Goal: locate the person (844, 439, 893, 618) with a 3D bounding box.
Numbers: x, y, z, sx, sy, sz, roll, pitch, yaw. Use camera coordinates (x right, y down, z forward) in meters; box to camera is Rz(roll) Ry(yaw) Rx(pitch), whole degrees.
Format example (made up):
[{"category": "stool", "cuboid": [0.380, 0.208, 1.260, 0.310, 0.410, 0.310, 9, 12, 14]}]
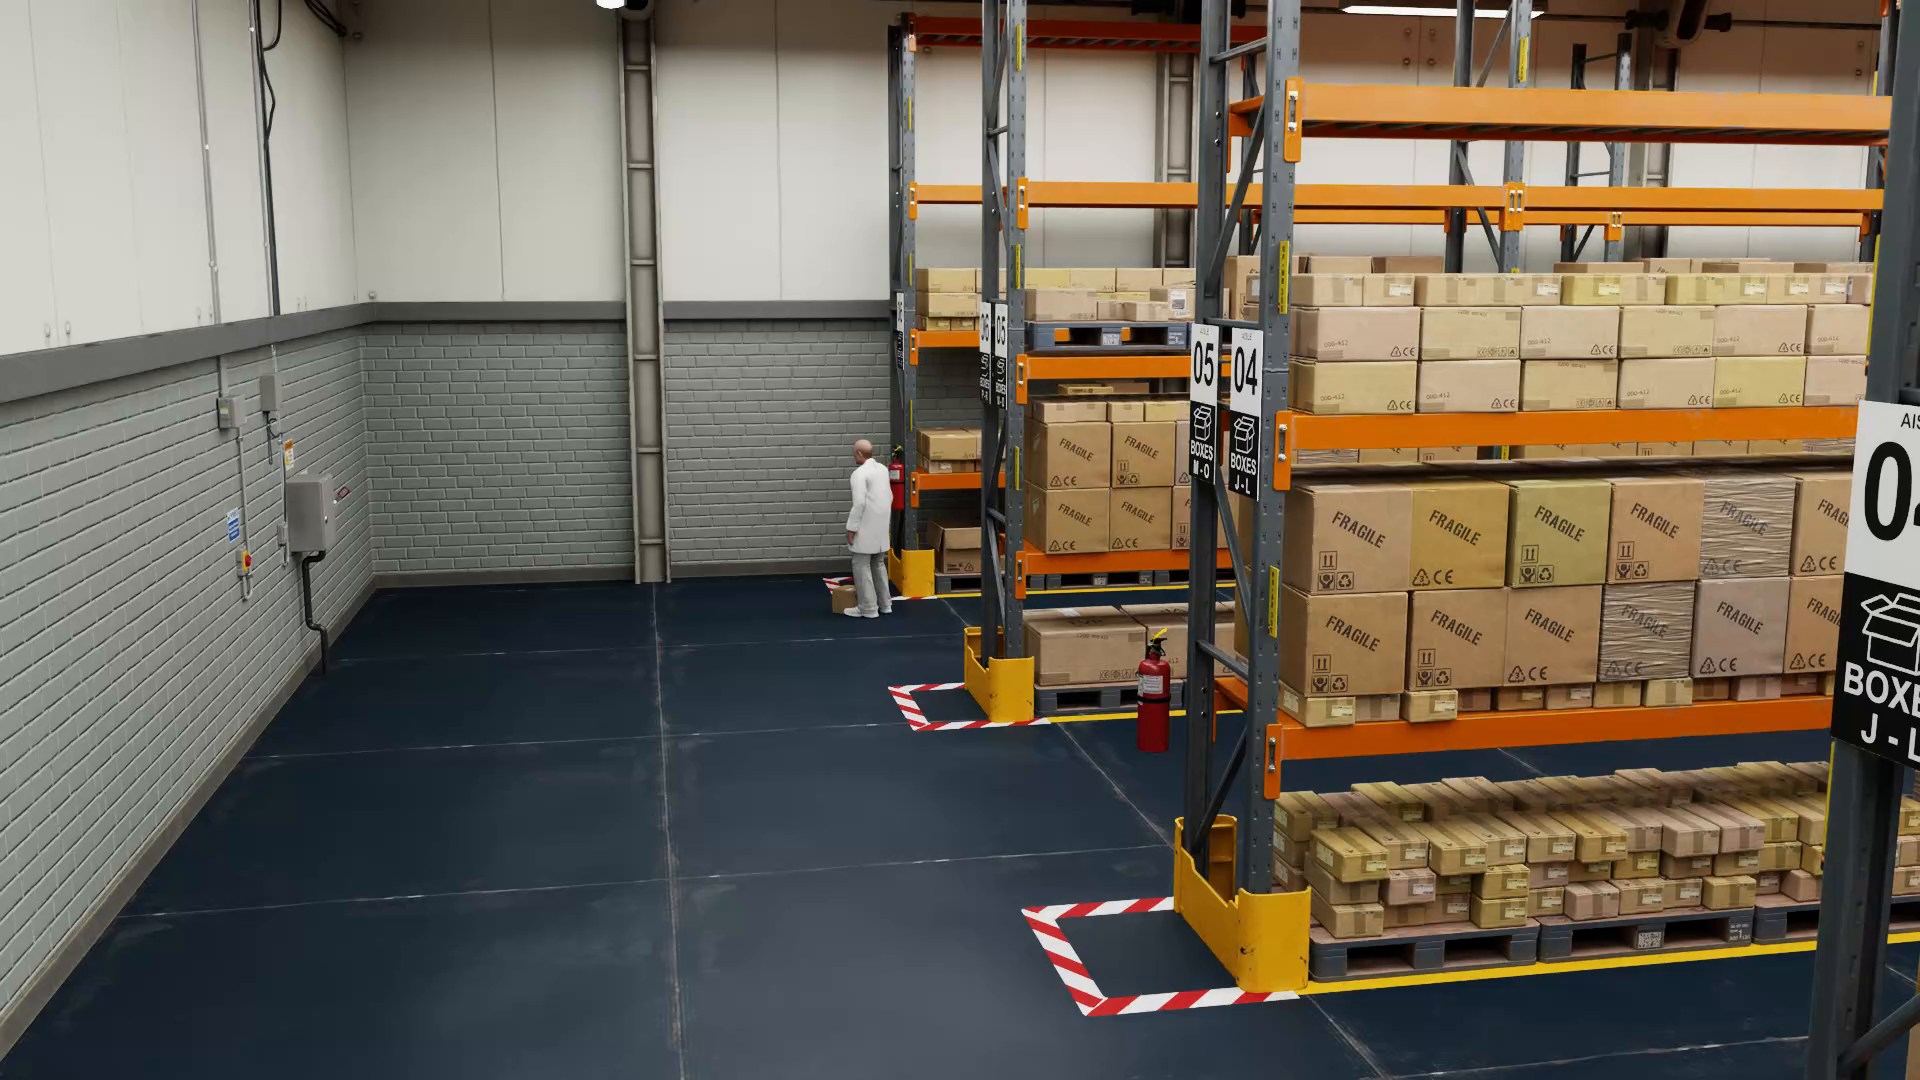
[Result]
[{"category": "person", "cuboid": [-0.914, -0.122, 16.663, 0.421, 1.774, 0.642, 6, 11, 32]}]
